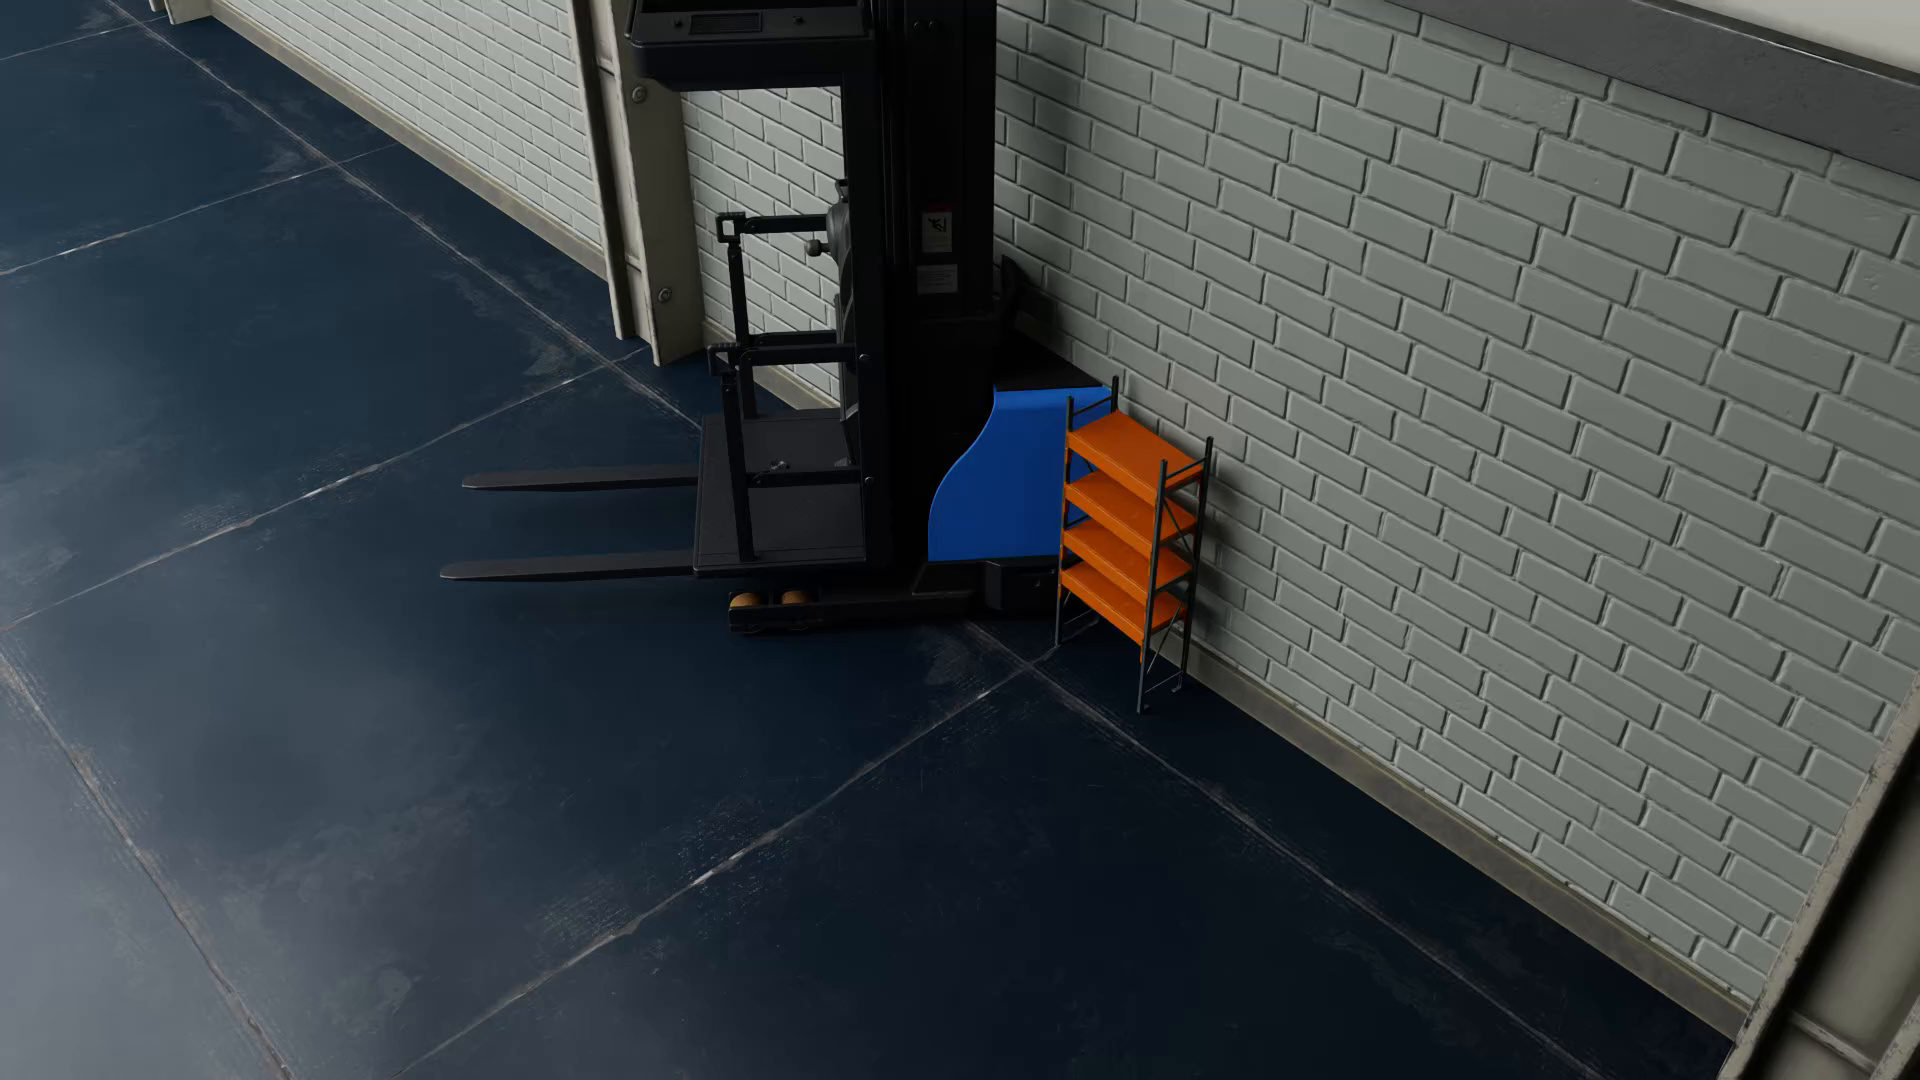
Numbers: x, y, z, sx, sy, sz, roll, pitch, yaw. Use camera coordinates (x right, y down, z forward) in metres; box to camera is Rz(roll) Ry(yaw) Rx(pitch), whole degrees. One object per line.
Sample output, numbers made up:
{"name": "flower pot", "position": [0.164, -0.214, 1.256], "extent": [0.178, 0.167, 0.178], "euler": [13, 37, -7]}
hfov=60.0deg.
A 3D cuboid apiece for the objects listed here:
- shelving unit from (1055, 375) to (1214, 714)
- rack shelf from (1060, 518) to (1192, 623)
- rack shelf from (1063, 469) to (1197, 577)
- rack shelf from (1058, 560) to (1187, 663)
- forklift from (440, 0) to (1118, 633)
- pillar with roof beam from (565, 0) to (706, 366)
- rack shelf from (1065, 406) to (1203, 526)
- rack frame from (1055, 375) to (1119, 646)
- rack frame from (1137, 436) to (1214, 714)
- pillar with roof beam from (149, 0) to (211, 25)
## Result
{"name": "shelving unit", "position": [0.633, 0.033, 6.255], "extent": [0.258, 1.200, 0.503], "euler": [-26, 46, -29]}
{"name": "rack shelf", "position": [0.633, 0.085, 6.297], "extent": [0.258, 0.148, 0.480], "euler": [-26, 46, -29]}
{"name": "rack shelf", "position": [0.633, -0.089, 6.157], "extent": [0.258, 0.148, 0.480], "euler": [-26, 46, -29]}
{"name": "rack shelf", "position": [0.633, 0.239, 6.422], "extent": [0.258, 0.148, 0.480], "euler": [-26, 46, -29]}
{"name": "forklift", "position": [-0.620, -1.107, 6.288], "extent": [3.031, 2.935, 1.130], "euler": [-3, 39, -4]}
{"name": "pillar with roof beam", "position": [-4.694, -2.694, 3.424], "extent": [9.100, 9.000, 0.400], "euler": [-30, 48, -32]}
{"name": "rack shelf", "position": [0.633, -0.273, 6.008], "extent": [0.258, 0.148, 0.480], "euler": [-26, 46, -29]}
{"name": "rack frame", "position": [0.483, -0.088, 6.405], "extent": [0.240, 1.200, 0.015], "euler": [-26, 46, -29]}
{"name": "rack frame", "position": [0.783, 0.153, 6.105], "extent": [0.240, 1.200, 0.015], "euler": [-26, 46, -29]}
{"name": "pillar with roof beam", "position": [-8.752, -5.471, 6.862], "extent": [9.100, 9.000, 0.400], "euler": [-30, 48, -32]}
